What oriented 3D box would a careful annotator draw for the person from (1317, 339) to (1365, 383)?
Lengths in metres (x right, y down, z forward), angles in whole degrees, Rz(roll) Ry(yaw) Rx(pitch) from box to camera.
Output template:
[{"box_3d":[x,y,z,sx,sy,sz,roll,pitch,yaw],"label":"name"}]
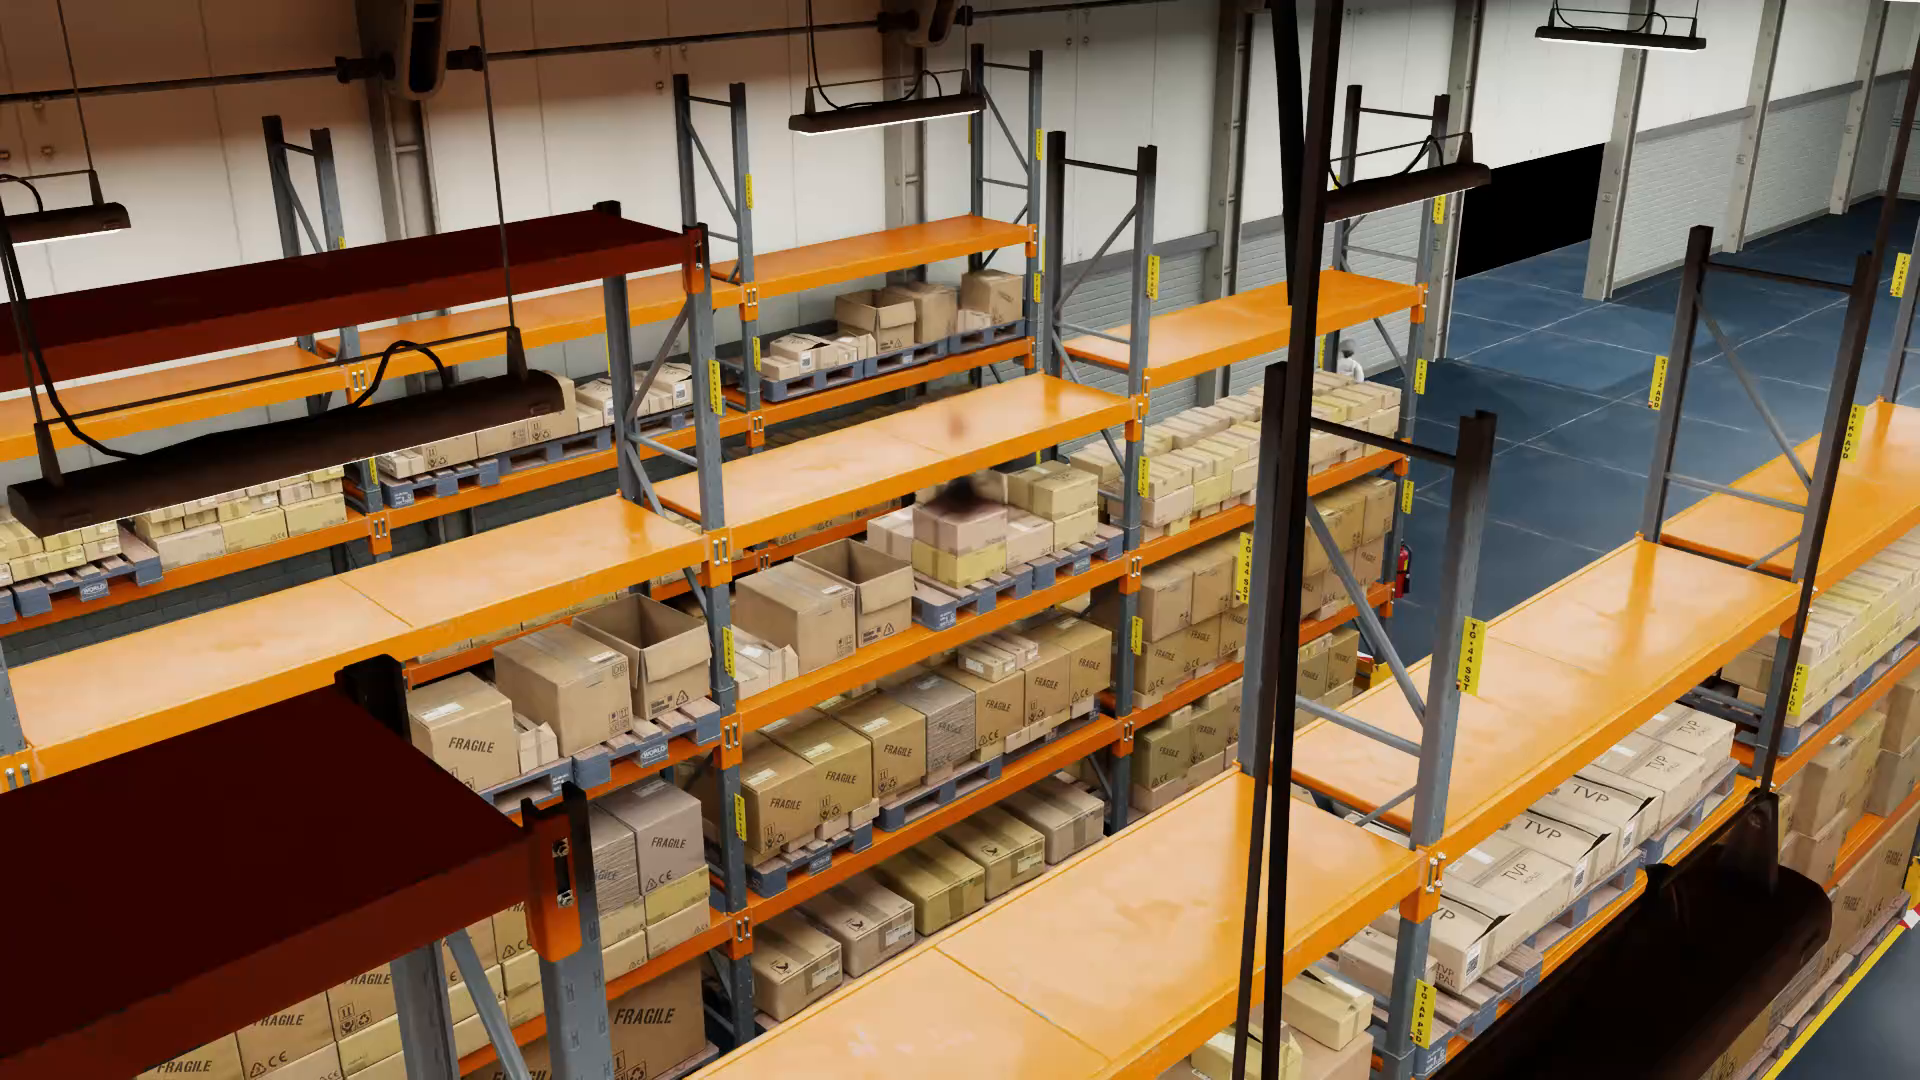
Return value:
[{"box_3d":[5.331,-1.949,23.391,0.638,1.729,0.831,15,27,32],"label":"person"}]
